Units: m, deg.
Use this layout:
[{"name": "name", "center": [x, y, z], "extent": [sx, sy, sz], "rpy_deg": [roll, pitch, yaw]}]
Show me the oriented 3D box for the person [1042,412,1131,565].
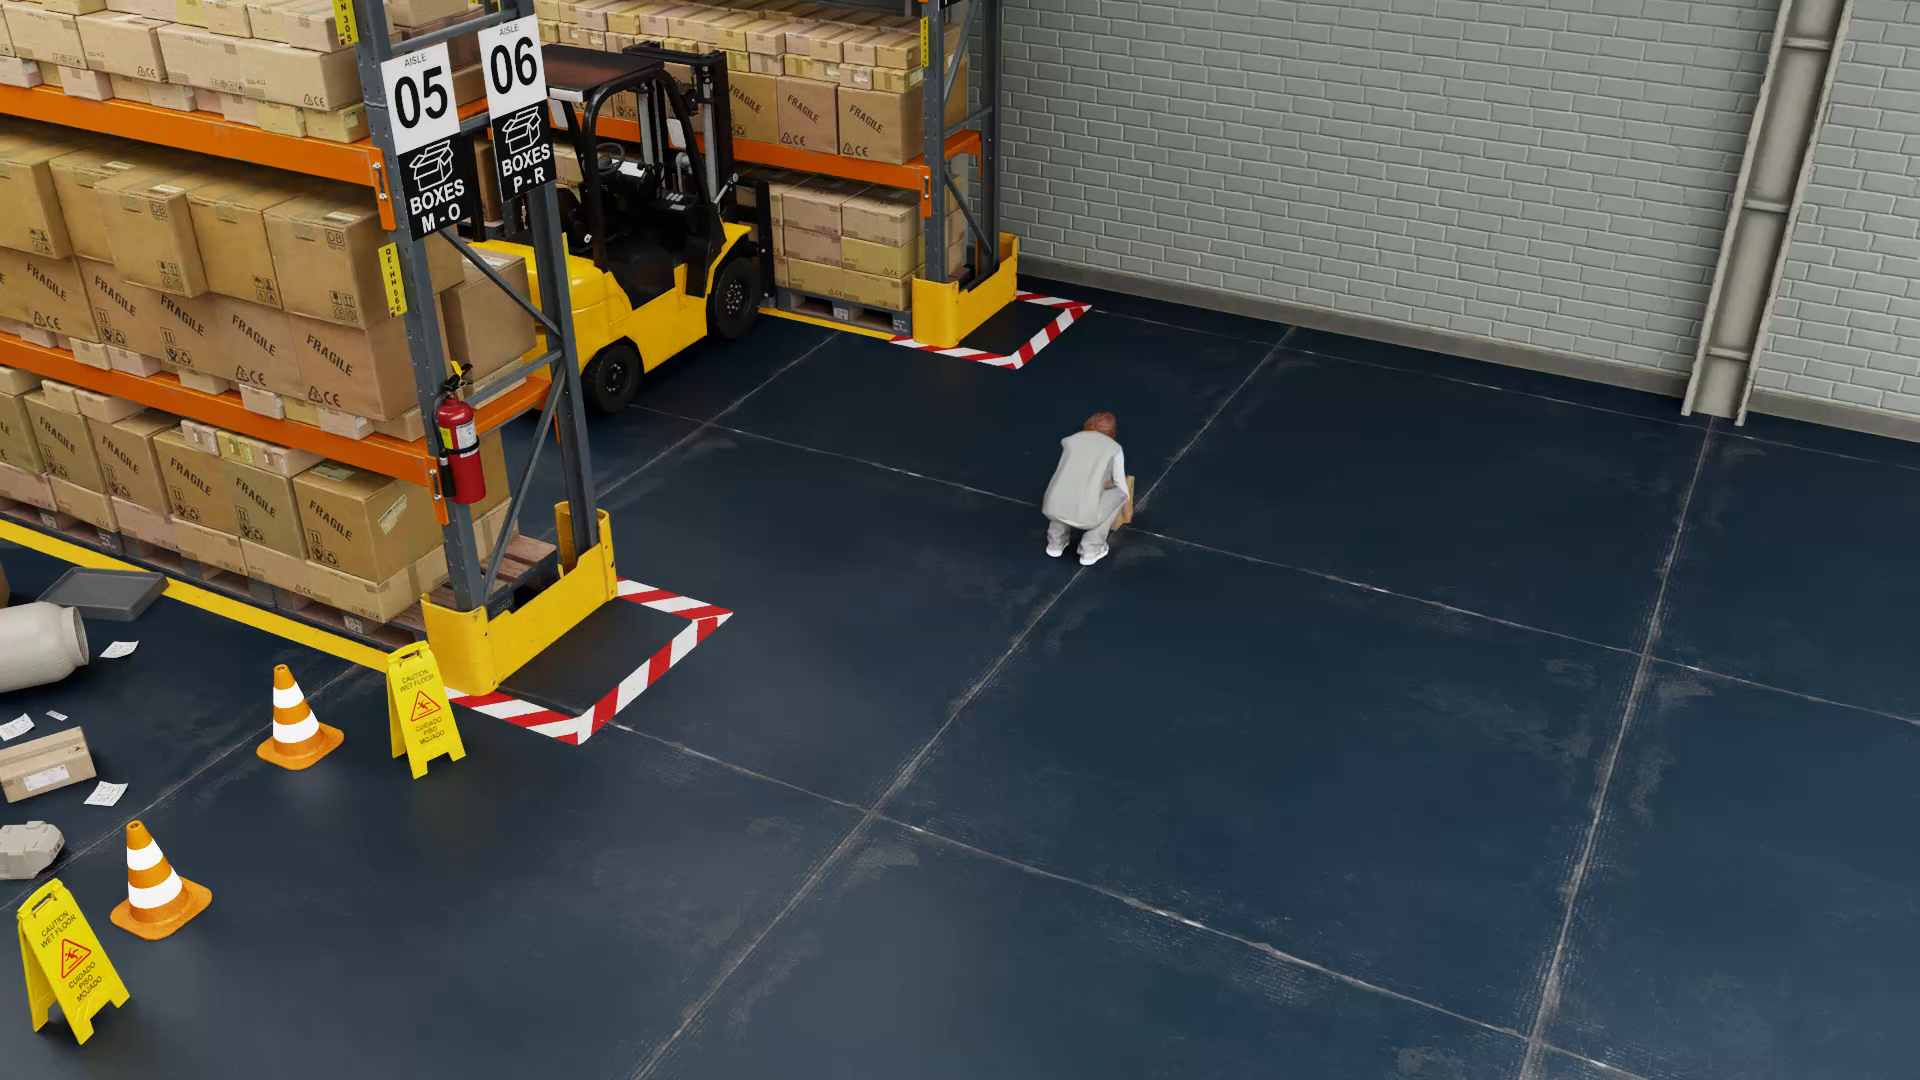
[{"name": "person", "center": [0.739, -0.267, 9.688], "extent": [0.435, 0.763, 0.830], "rpy_deg": [14, 33, 23]}]
